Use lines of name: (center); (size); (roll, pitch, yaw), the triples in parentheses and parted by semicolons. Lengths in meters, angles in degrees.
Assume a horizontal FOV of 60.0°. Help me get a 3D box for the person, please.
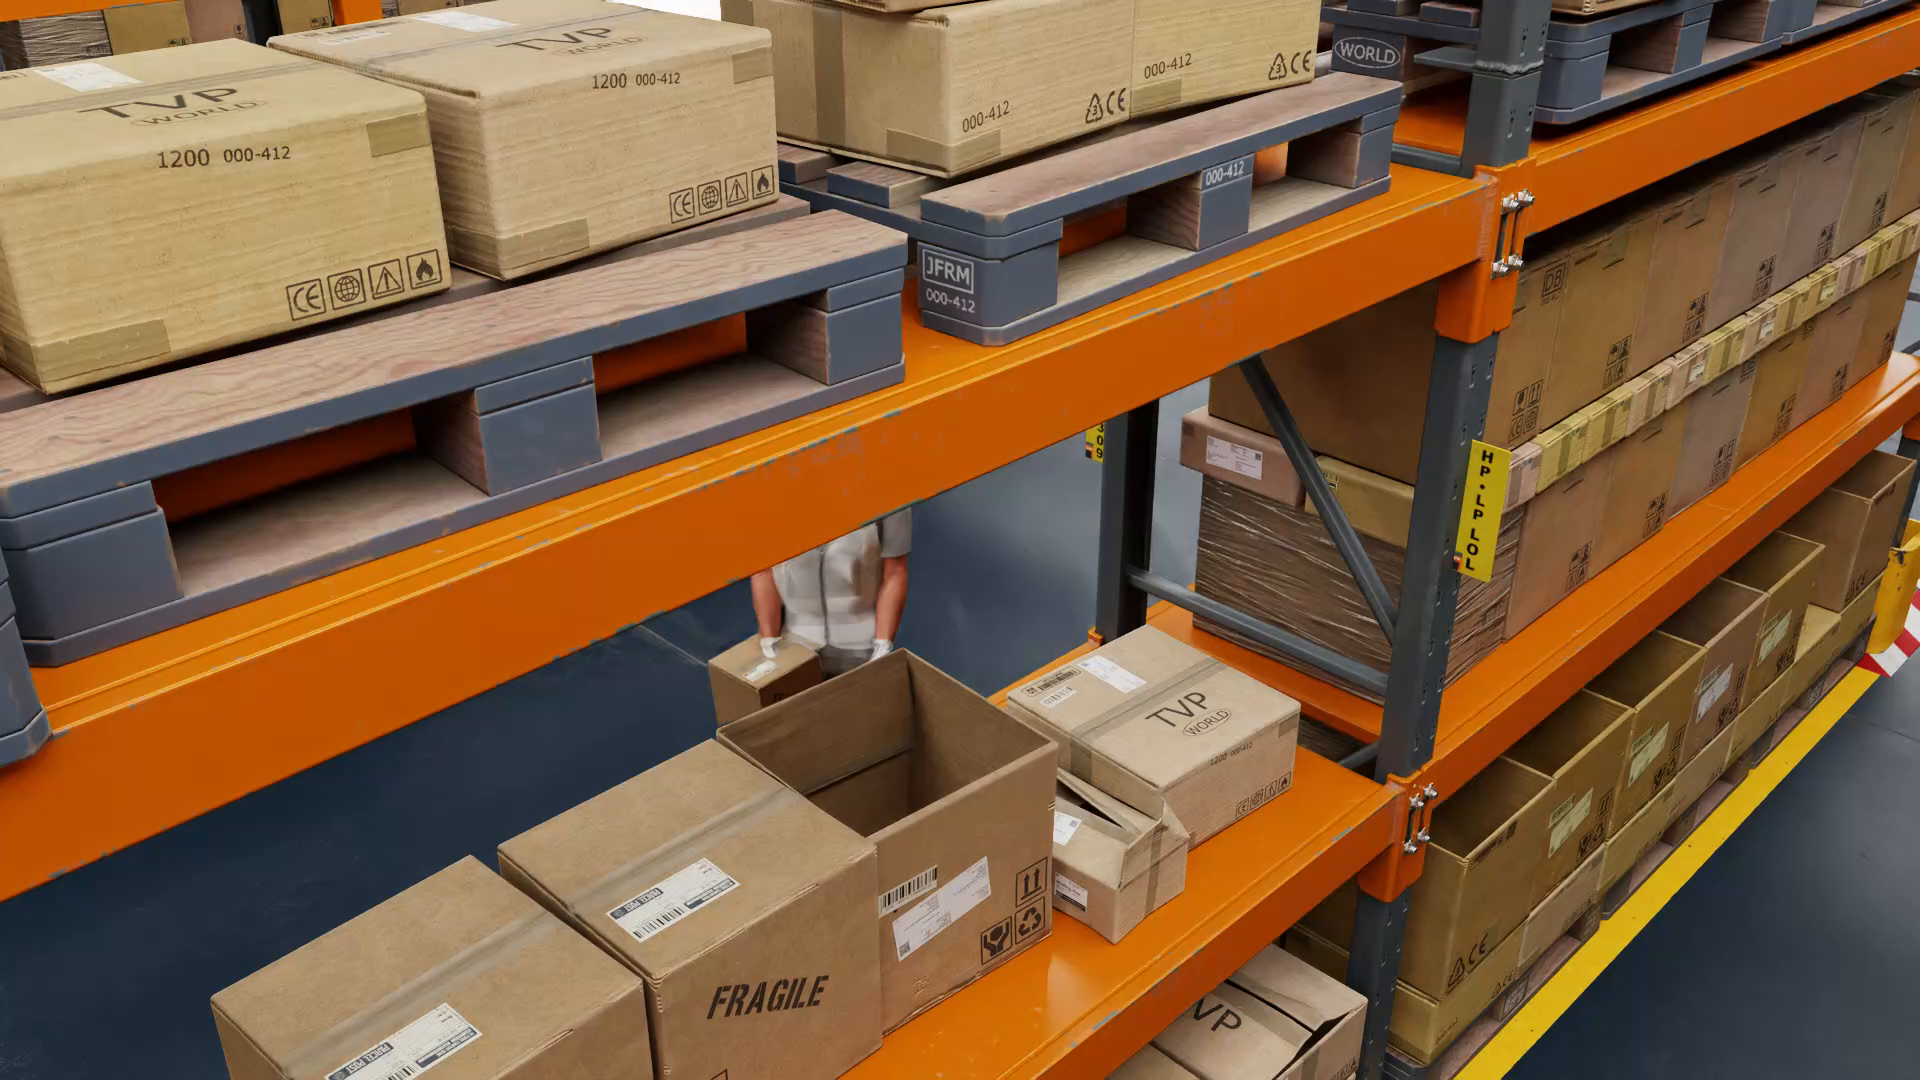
person: (-0.440, 0.367, 5.368); (0.578, 1.796, 0.498); (-1, 28, -1)
